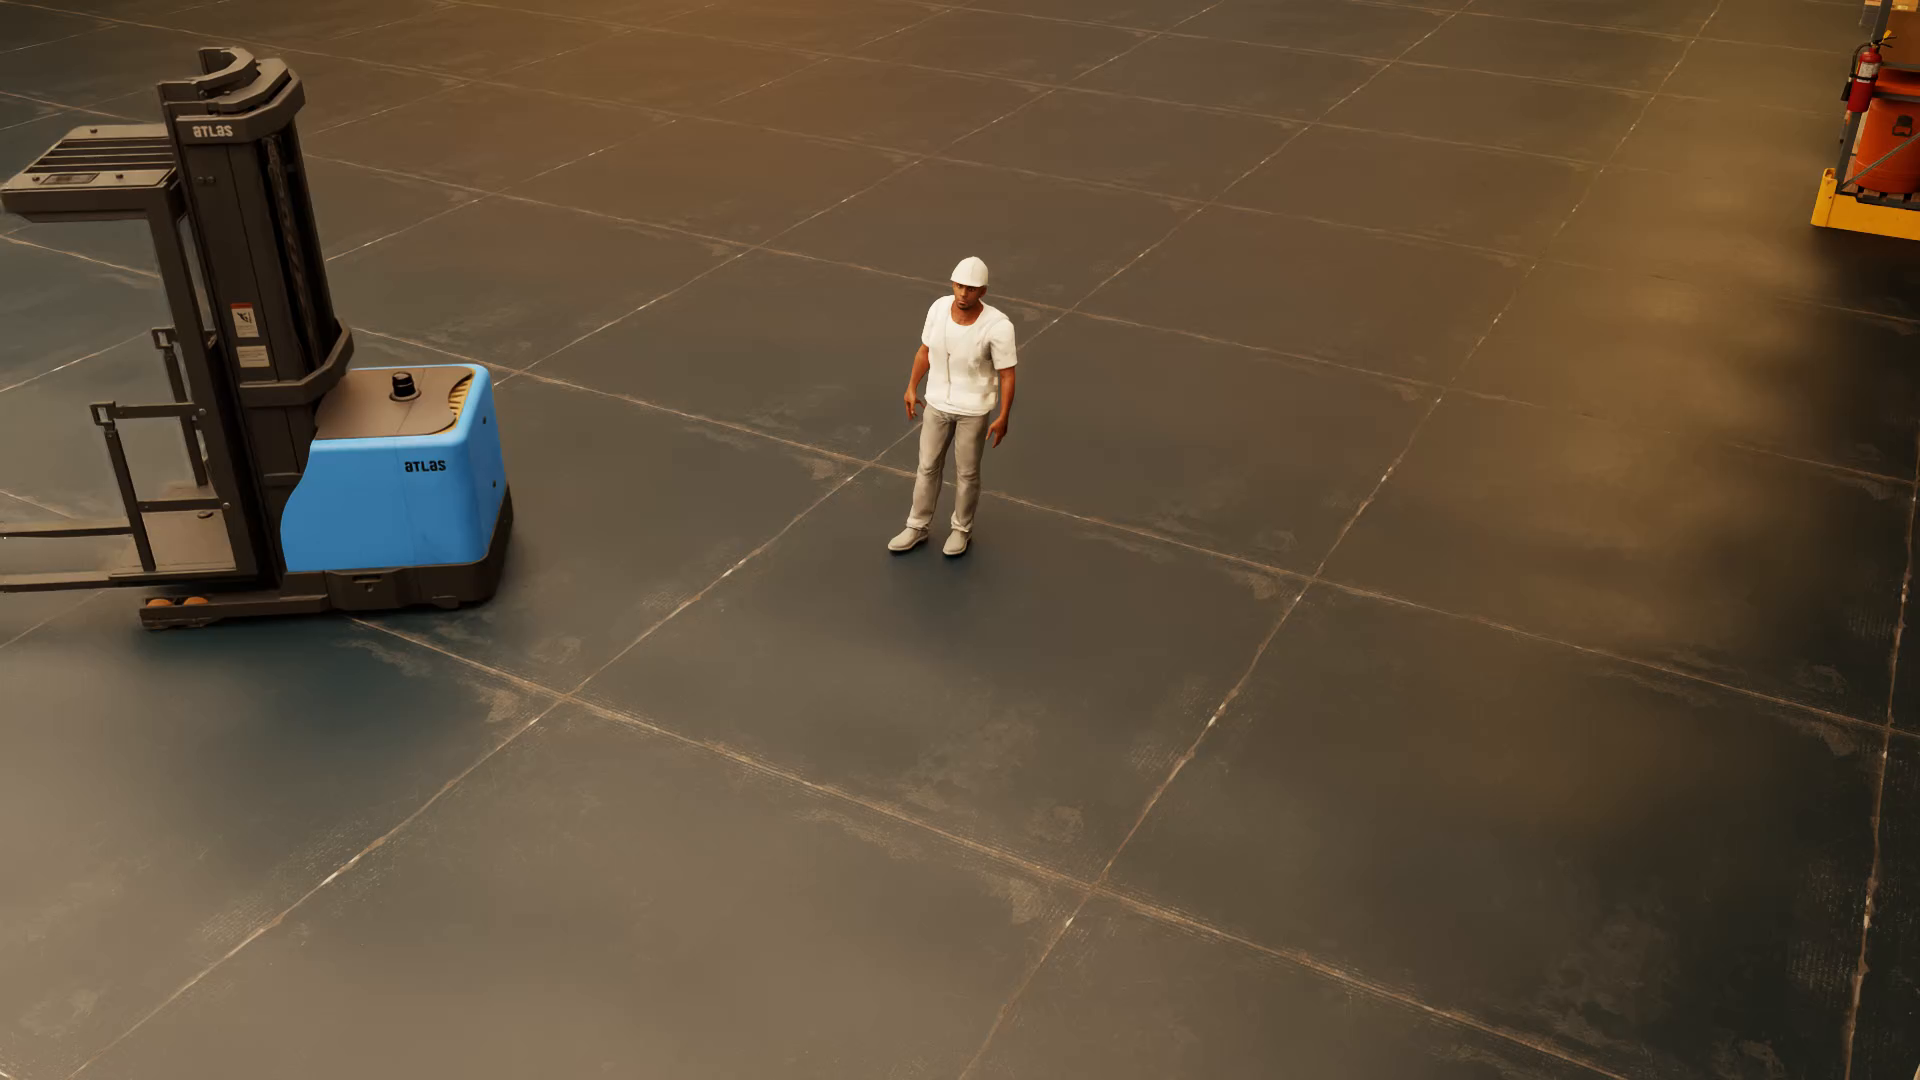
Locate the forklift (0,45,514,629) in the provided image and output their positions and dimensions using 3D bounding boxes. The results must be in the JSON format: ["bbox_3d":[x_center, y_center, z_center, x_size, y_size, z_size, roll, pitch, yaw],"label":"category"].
[{"bbox_3d":[-4.173,-1.056,8.900,3.031,2.935,1.130,-3,30,-5],"label":"forklift"}]

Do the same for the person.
[{"bbox_3d":[-0.039,-0.742,9.507,0.665,1.768,0.575,15,33,25],"label":"person"}]
